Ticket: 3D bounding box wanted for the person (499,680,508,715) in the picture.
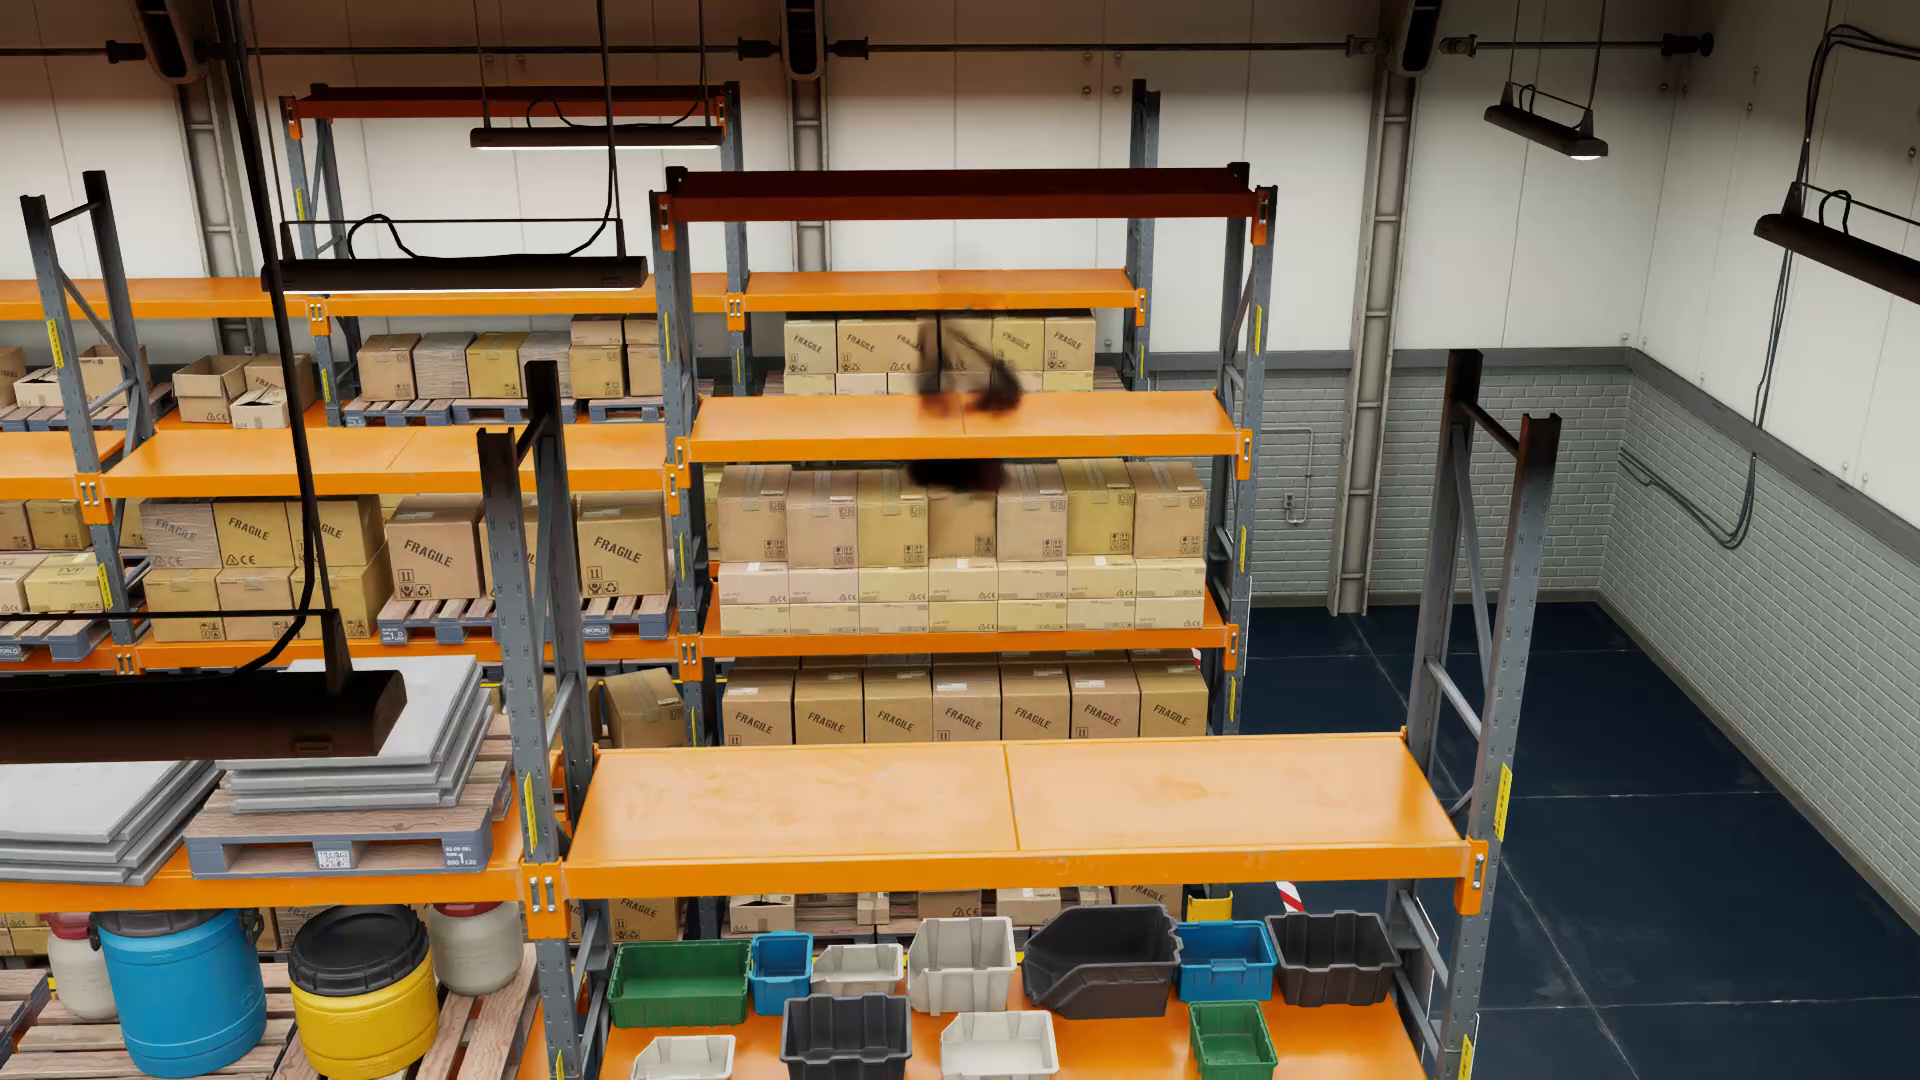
[{"bbox_3d":[-3.757,1.874,14.358,0.712,1.670,0.625,-6,23,-14],"label":"person"}]
